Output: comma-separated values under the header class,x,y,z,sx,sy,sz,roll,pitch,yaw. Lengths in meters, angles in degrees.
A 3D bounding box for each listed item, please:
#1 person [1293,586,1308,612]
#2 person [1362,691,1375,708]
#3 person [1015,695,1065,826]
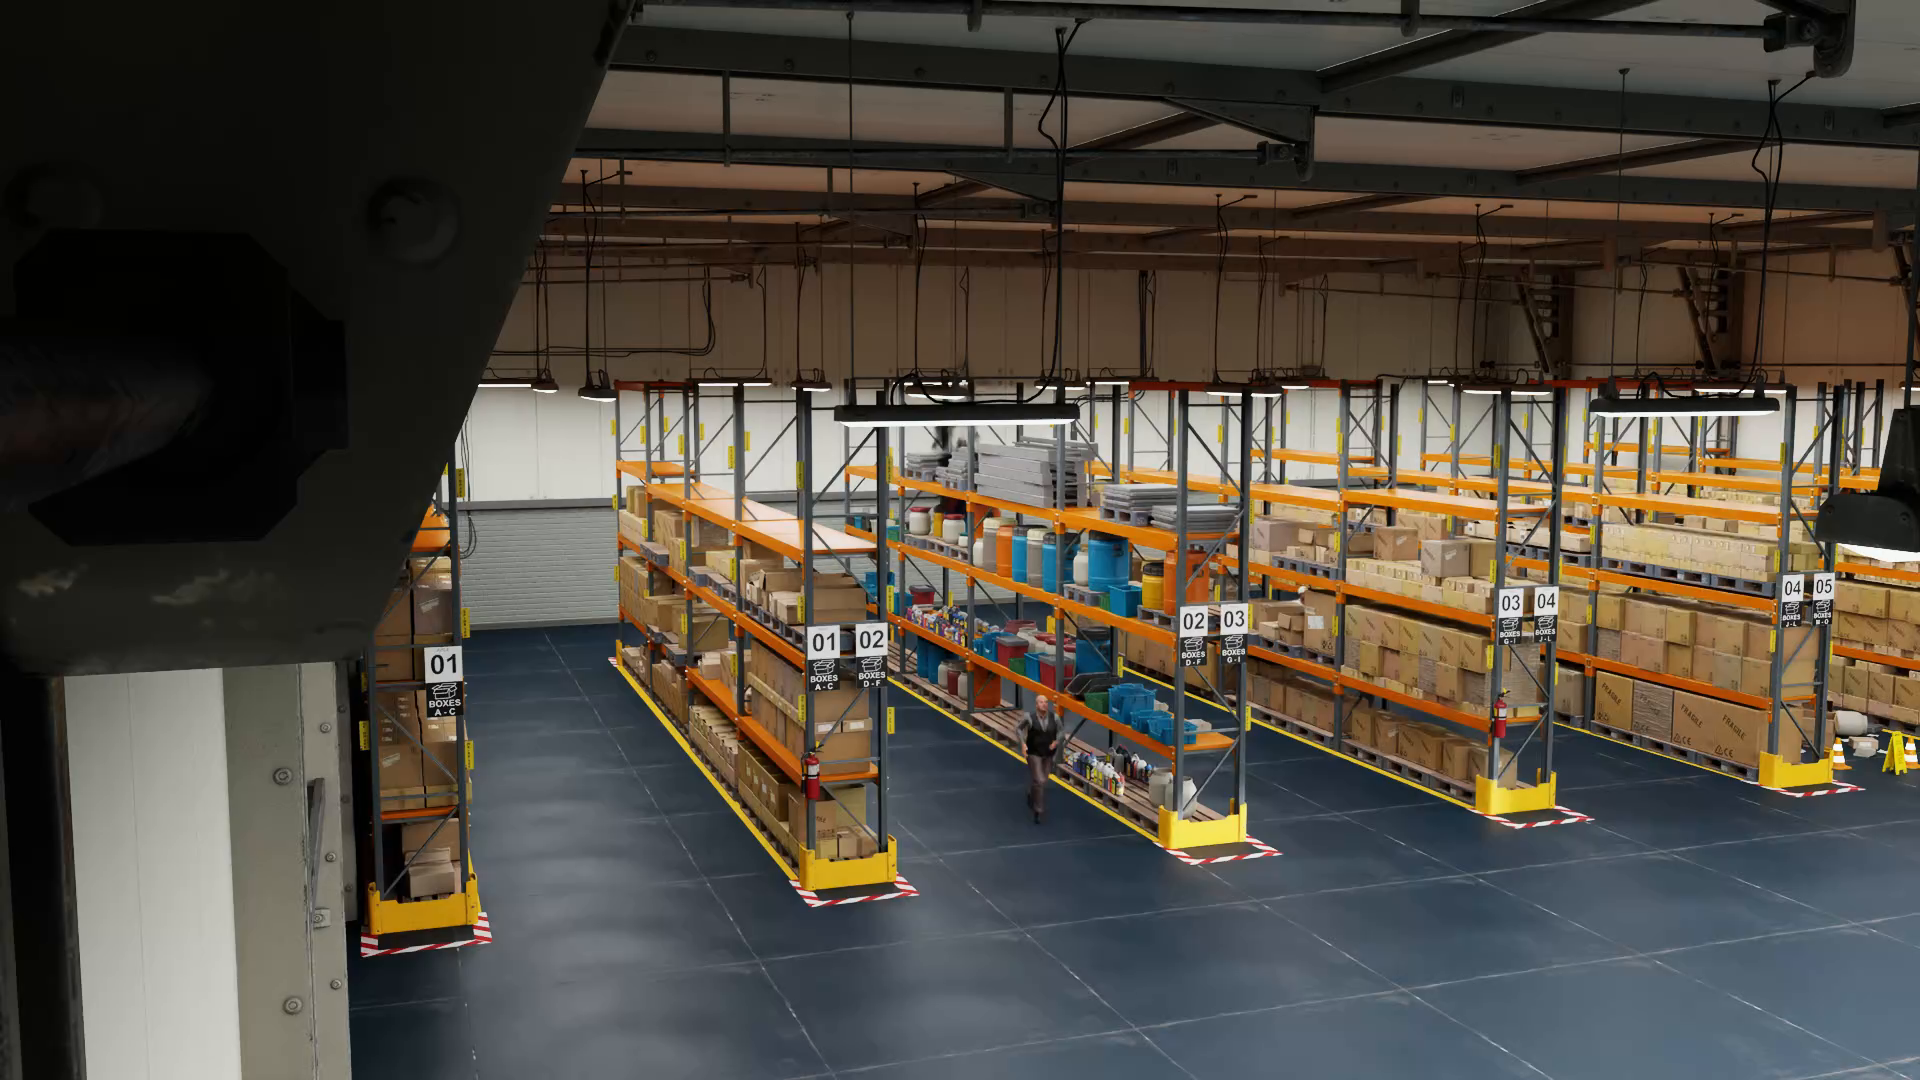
class,x,y,z,sx,sy,sz,roll,pitch,yaw
person,7.089,1.813,34.261,0.662,1.742,0.780,-3,7,-28
person,7.502,2.341,30.273,0.588,1.623,0.632,-2,6,-19
person,1.133,3.021,23.249,0.670,1.750,0.855,-2,6,-19
